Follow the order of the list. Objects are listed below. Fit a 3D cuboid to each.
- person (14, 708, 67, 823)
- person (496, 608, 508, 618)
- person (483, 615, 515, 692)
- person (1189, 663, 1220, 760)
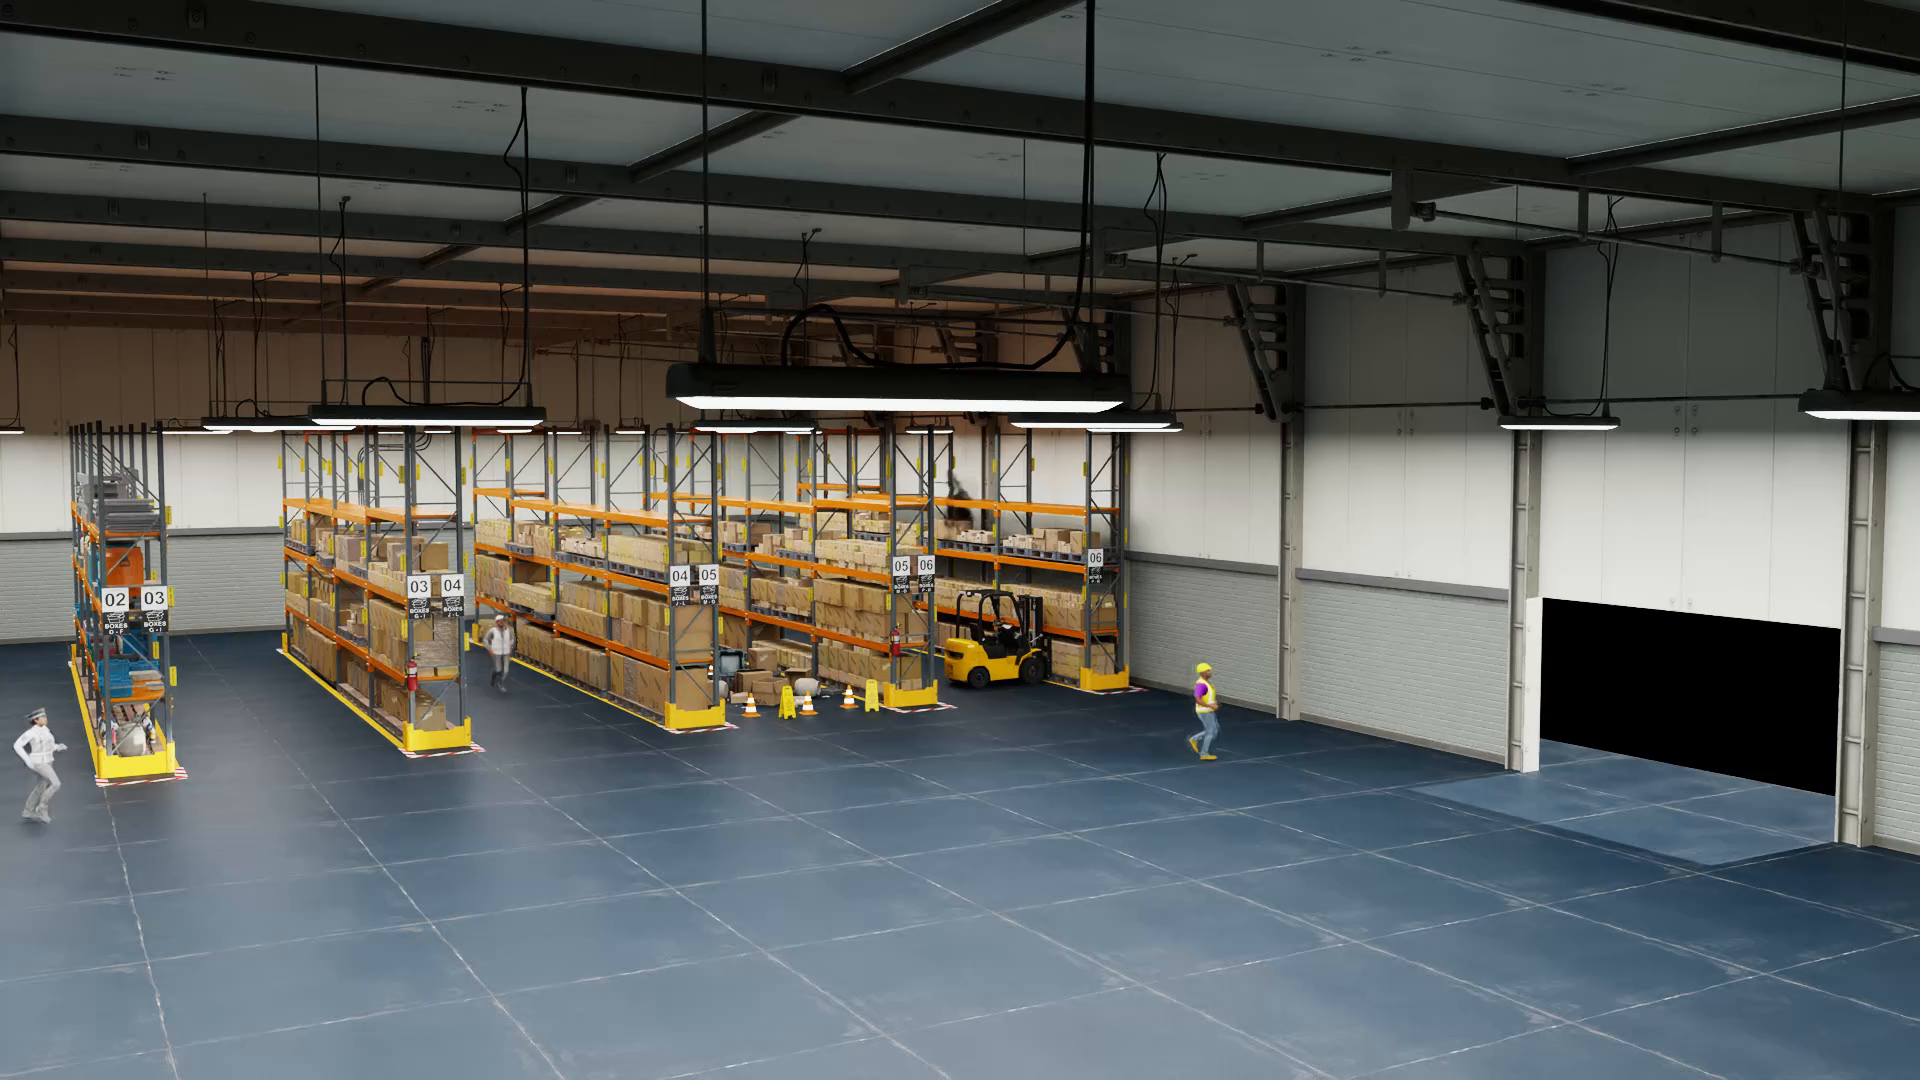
[{"bbox_3d":[-13.638,3.353,24.739,0.675,1.707,0.585,0,4,-6],"label":"person"},{"bbox_3d":[-13.241,1.890,48.223,0.653,1.692,0.723,1,4,14],"label":"person"},{"bbox_3d":[-10.329,2.552,37.394,0.688,1.739,0.593,-2,4,-32],"label":"person"},{"bbox_3d":[4.346,3.038,29.500,0.605,1.718,0.696,1,4,17],"label":"person"}]
